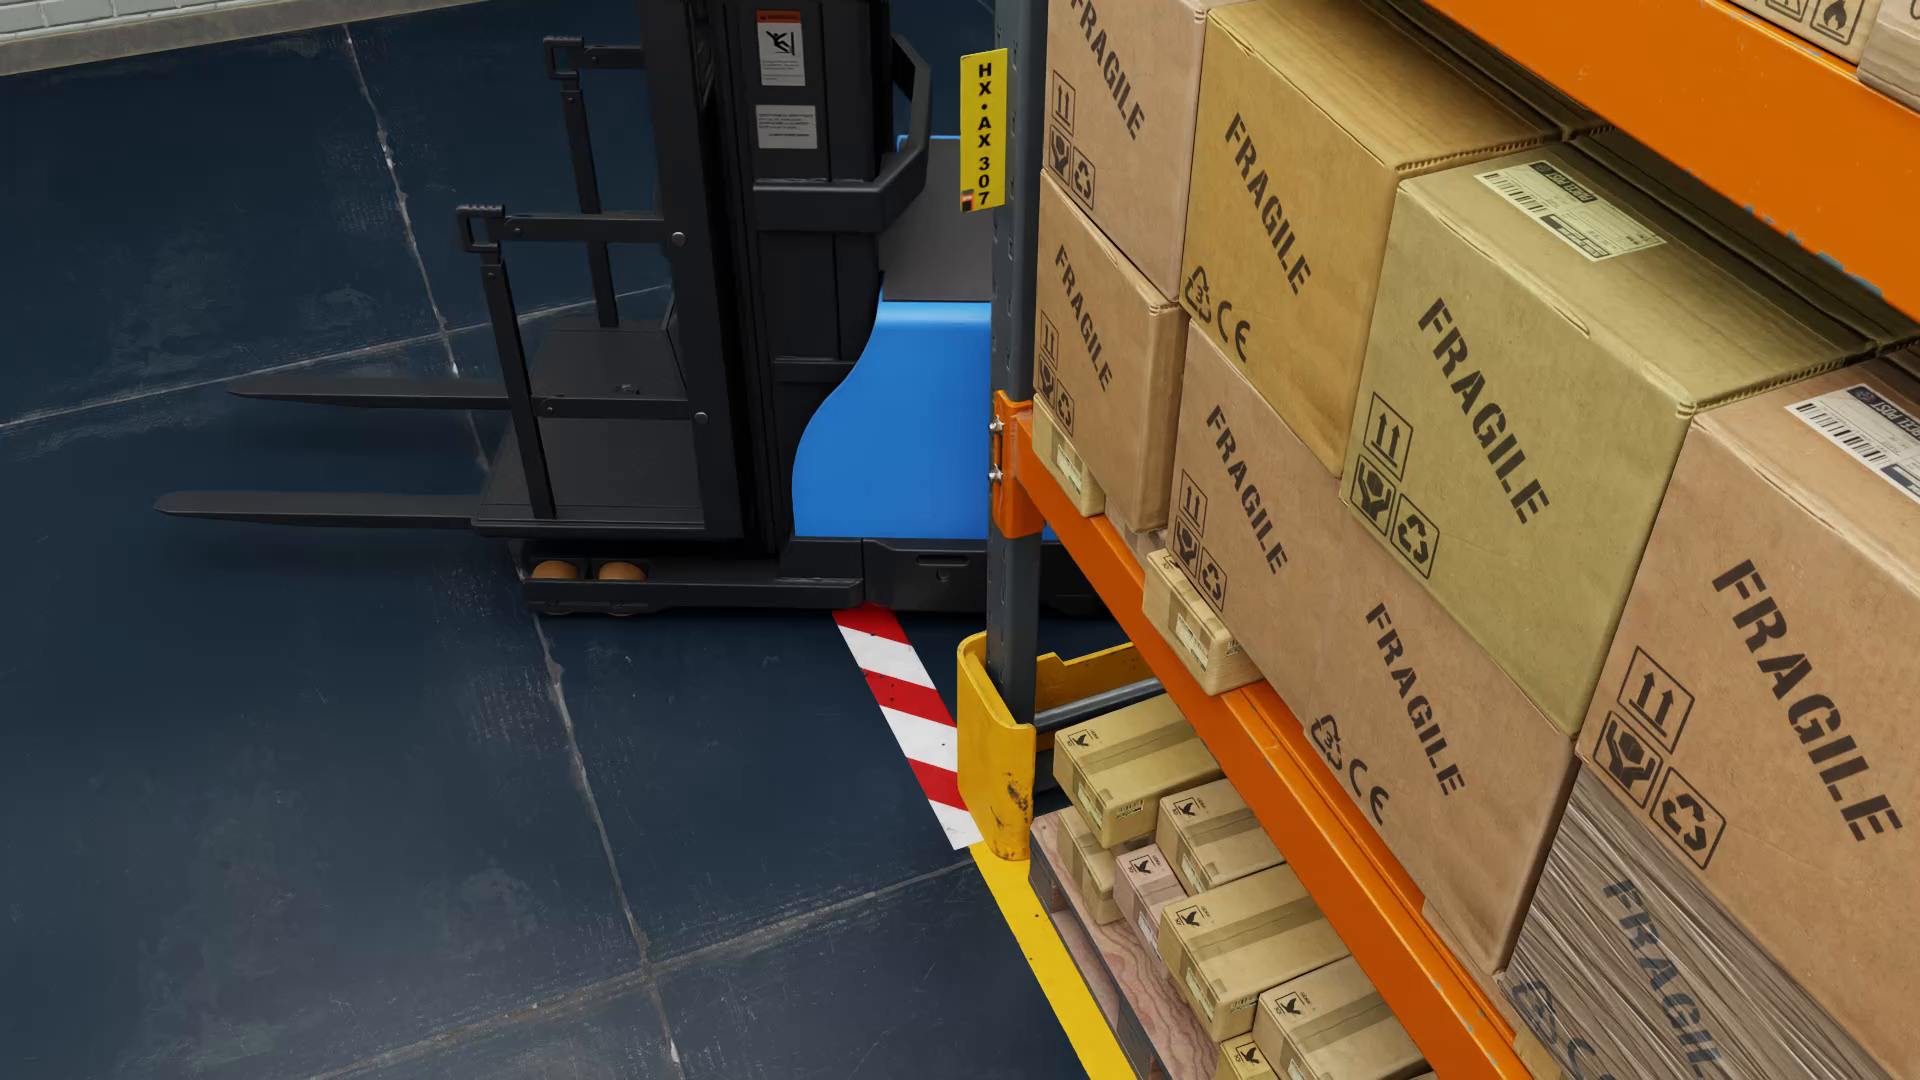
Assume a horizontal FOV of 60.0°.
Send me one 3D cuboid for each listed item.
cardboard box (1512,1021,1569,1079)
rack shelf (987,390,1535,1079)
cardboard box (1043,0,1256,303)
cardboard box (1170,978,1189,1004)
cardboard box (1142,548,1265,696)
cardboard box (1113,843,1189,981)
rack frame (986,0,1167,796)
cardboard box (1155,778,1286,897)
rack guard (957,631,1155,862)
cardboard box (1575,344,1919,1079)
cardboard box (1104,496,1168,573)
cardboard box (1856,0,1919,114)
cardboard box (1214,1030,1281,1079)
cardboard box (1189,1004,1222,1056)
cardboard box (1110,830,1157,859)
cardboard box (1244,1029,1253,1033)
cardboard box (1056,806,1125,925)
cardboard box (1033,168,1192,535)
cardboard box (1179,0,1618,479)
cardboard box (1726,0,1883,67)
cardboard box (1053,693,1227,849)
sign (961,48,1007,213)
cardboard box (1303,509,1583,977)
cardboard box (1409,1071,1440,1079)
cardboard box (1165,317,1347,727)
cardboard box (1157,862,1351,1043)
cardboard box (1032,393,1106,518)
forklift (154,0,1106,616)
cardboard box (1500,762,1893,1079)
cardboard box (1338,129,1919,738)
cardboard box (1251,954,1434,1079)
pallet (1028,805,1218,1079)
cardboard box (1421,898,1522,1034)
[{"bbox_3d":[1.015,0.709,2.318,0.380,0.149,0.250,-14,43,-15],"label":"cardboard box"},{"bbox_3d":[1.315,0.887,2.469,1.077,0.370,4.000,-15,43,-17],"label":"rack shelf"},{"bbox_3d":[0.476,-0.783,2.789,0.500,0.500,0.500,-15,43,-17],"label":"cardboard box"},{"bbox_3d":[0.630,0.864,3.809,0.380,0.149,0.250,-15,43,-17],"label":"cardboard box"},{"bbox_3d":[0.560,0.100,3.025,0.380,0.149,0.250,-16,43,-18],"label":"cardboard box"},{"bbox_3d":[0.565,0.778,3.682,0.380,0.149,0.250,-15,43,-17],"label":"cardboard box"},{"bbox_3d":[0.549,-0.590,3.636,1.000,3.000,0.127,-15,43,-17],"label":"rack frame"},{"bbox_3d":[0.653,0.642,3.610,0.380,0.149,0.250,-14,43,-16],"label":"cardboard box"},{"bbox_3d":[0.579,0.403,4.397,1.175,0.500,0.348,-15,43,-17],"label":"rack guard"},{"bbox_3d":[1.052,0.144,1.710,0.500,0.500,0.500,-16,43,-18],"label":"cardboard box"},{"bbox_3d":[0.506,-0.075,3.229,0.380,0.149,0.250,-14,43,-15],"label":"cardboard box"},{"bbox_3d":[1.079,-0.397,1.226,0.500,0.250,0.500,-15,43,-17],"label":"cardboard box"},{"bbox_3d":[0.739,1.085,3.325,0.380,0.149,0.250,-14,43,-16],"label":"cardboard box"},{"bbox_3d":[0.731,1.012,3.637,0.380,0.149,0.250,-15,43,-16],"label":"cardboard box"},{"bbox_3d":[0.513,0.598,3.890,0.380,0.149,0.250,-13,42,-15],"label":"cardboard box"},{"bbox_3d":[0.741,0.903,3.536,0.380,0.149,0.250,-15,43,-16],"label":"cardboard box"},{"bbox_3d":[0.454,0.727,3.968,0.380,0.149,0.250,-14,43,-16],"label":"cardboard box"},{"bbox_3d":[0.466,-0.401,3.111,0.500,0.500,0.500,-13,42,-15],"label":"cardboard box"},{"bbox_3d":[0.675,-0.481,2.437,0.500,0.500,0.500,-14,43,-16],"label":"cardboard box"},{"bbox_3d":[0.892,-0.711,1.591,0.500,0.250,0.500,-16,43,-18],"label":"cardboard box"},{"bbox_3d":[0.436,0.506,3.769,0.380,0.149,0.250,-17,44,-19],"label":"cardboard box"},{"bbox_3d":[0.048,-0.783,3.196,0.100,0.325,0.005,-15,43,-17],"label":"sign"},{"bbox_3d":[0.870,0.213,2.397,0.500,0.500,0.500,-15,43,-16],"label":"cardboard box"},{"bbox_3d":[0.899,1.124,3.050,0.380,0.149,0.250,-14,43,-15],"label":"cardboard box"},{"bbox_3d":[0.694,-0.085,2.744,0.500,0.500,0.500,-15,43,-17],"label":"cardboard box"},{"bbox_3d":[0.631,0.826,3.397,0.380,0.149,0.250,-15,43,-17],"label":"cardboard box"},{"bbox_3d":[0.371,-0.218,3.396,0.380,0.149,0.250,-15,43,-17],"label":"cardboard box"},{"bbox_3d":[-0.913,-1.227,4.429,3.031,2.935,1.130,1,41,1],"label":"forklift"},{"bbox_3d":[1.071,0.518,2.042,0.500,0.500,0.500,-16,43,-18],"label":"cardboard box"},{"bbox_3d":[0.853,-0.162,2.066,0.500,0.500,0.500,-16,43,-18],"label":"cardboard box"},{"bbox_3d":[0.802,0.955,3.247,0.380,0.149,0.250,-17,44,-19],"label":"cardboard box"},{"bbox_3d":[0.857,1.011,3.912,1.003,0.211,1.213,-15,43,-17],"label":"pallet"},{"bbox_3d":[0.935,0.548,2.505,0.380,0.149,0.250,-16,43,-18],"label":"cardboard box"}]
